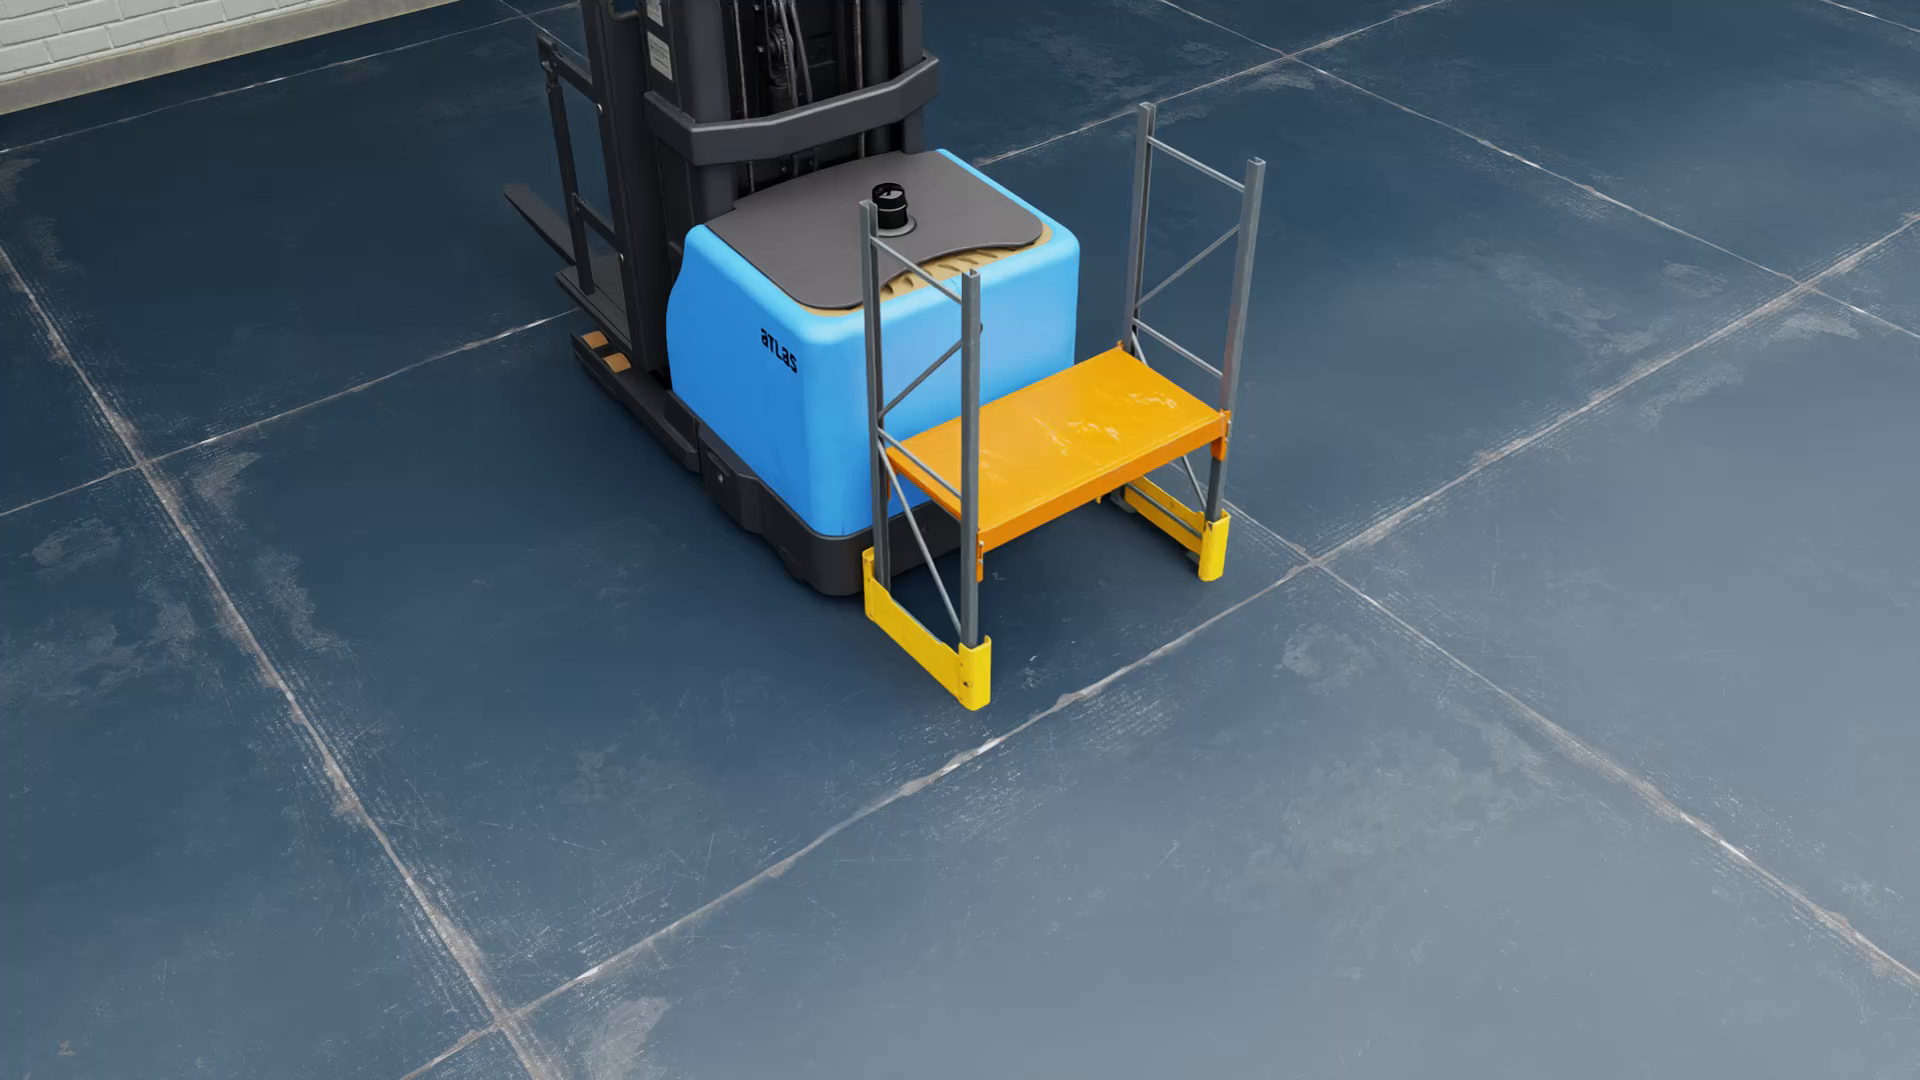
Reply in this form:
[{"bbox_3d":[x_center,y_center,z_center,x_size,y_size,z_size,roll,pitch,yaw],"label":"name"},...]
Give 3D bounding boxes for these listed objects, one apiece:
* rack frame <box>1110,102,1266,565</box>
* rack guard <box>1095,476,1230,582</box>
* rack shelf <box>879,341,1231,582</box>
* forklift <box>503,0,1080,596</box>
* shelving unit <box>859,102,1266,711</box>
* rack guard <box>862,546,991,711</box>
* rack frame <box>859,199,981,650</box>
[{"bbox_3d":[0.698,-0.604,5.304,0.032,1.500,0.500,-26,46,-28],"label":"rack frame"},{"bbox_3d":[0.683,-0.113,5.691,0.087,0.250,0.587,-26,46,-28],"label":"rack guard"},{"bbox_3d":[0.294,-0.269,5.179,1.000,0.185,0.538,-26,46,-28],"label":"rack shelf"},{"bbox_3d":[-0.862,-1.845,5.688,1.130,2.935,3.031,-24,45,-26],"label":"forklift"},{"bbox_3d":[0.287,-0.405,5.061,1.083,1.500,0.587,-26,46,-28],"label":"shelving unit"},{"bbox_3d":[-0.109,0.270,5.224,0.087,0.250,0.587,-26,46,-28],"label":"rack guard"},{"bbox_3d":[-0.110,-0.213,4.827,0.032,1.500,0.500,-26,46,-28],"label":"rack frame"}]
